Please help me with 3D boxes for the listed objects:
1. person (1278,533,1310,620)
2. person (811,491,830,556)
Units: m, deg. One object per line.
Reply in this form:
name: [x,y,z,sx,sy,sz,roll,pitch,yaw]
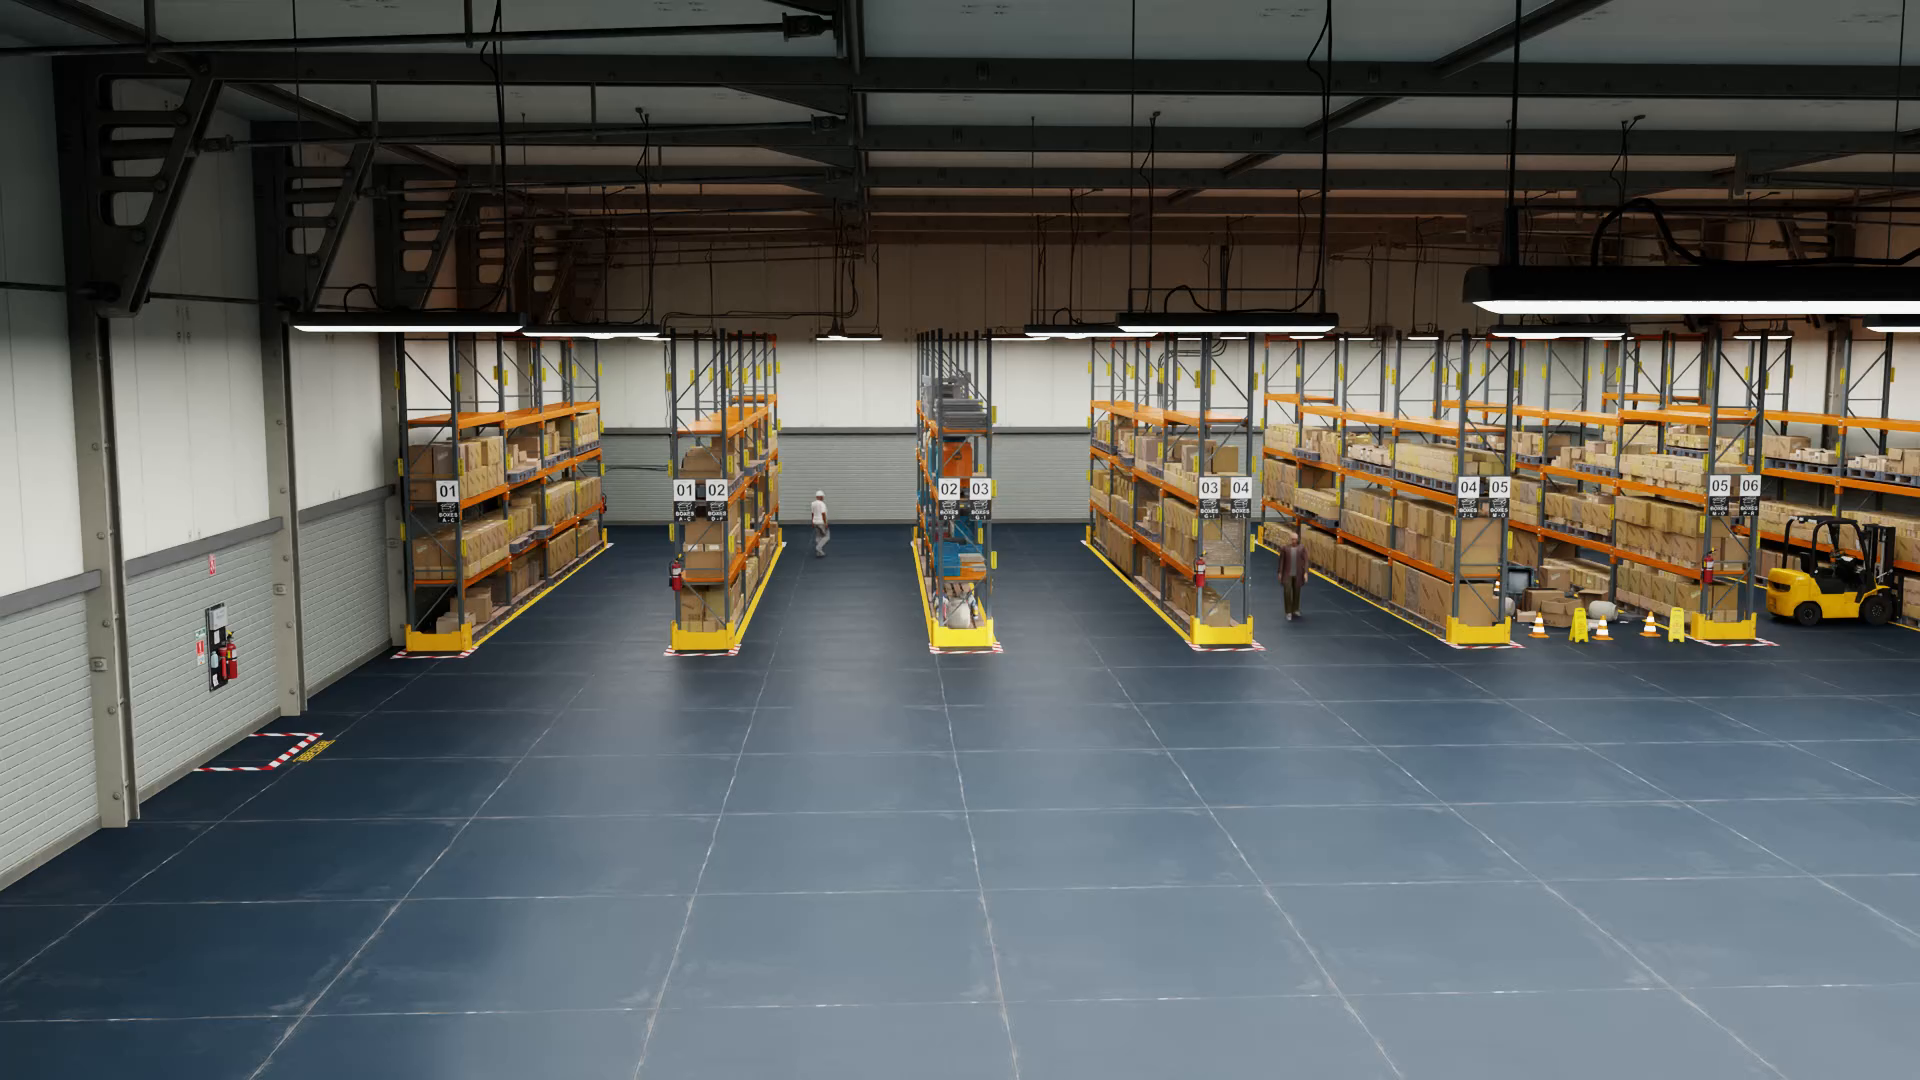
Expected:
person: [6.984,0.768,34.806,0.651,1.813,0.659,1,7,12]
person: [-3.801,-0.440,44.883,0.486,1.768,0.610,-6,9,-42]
